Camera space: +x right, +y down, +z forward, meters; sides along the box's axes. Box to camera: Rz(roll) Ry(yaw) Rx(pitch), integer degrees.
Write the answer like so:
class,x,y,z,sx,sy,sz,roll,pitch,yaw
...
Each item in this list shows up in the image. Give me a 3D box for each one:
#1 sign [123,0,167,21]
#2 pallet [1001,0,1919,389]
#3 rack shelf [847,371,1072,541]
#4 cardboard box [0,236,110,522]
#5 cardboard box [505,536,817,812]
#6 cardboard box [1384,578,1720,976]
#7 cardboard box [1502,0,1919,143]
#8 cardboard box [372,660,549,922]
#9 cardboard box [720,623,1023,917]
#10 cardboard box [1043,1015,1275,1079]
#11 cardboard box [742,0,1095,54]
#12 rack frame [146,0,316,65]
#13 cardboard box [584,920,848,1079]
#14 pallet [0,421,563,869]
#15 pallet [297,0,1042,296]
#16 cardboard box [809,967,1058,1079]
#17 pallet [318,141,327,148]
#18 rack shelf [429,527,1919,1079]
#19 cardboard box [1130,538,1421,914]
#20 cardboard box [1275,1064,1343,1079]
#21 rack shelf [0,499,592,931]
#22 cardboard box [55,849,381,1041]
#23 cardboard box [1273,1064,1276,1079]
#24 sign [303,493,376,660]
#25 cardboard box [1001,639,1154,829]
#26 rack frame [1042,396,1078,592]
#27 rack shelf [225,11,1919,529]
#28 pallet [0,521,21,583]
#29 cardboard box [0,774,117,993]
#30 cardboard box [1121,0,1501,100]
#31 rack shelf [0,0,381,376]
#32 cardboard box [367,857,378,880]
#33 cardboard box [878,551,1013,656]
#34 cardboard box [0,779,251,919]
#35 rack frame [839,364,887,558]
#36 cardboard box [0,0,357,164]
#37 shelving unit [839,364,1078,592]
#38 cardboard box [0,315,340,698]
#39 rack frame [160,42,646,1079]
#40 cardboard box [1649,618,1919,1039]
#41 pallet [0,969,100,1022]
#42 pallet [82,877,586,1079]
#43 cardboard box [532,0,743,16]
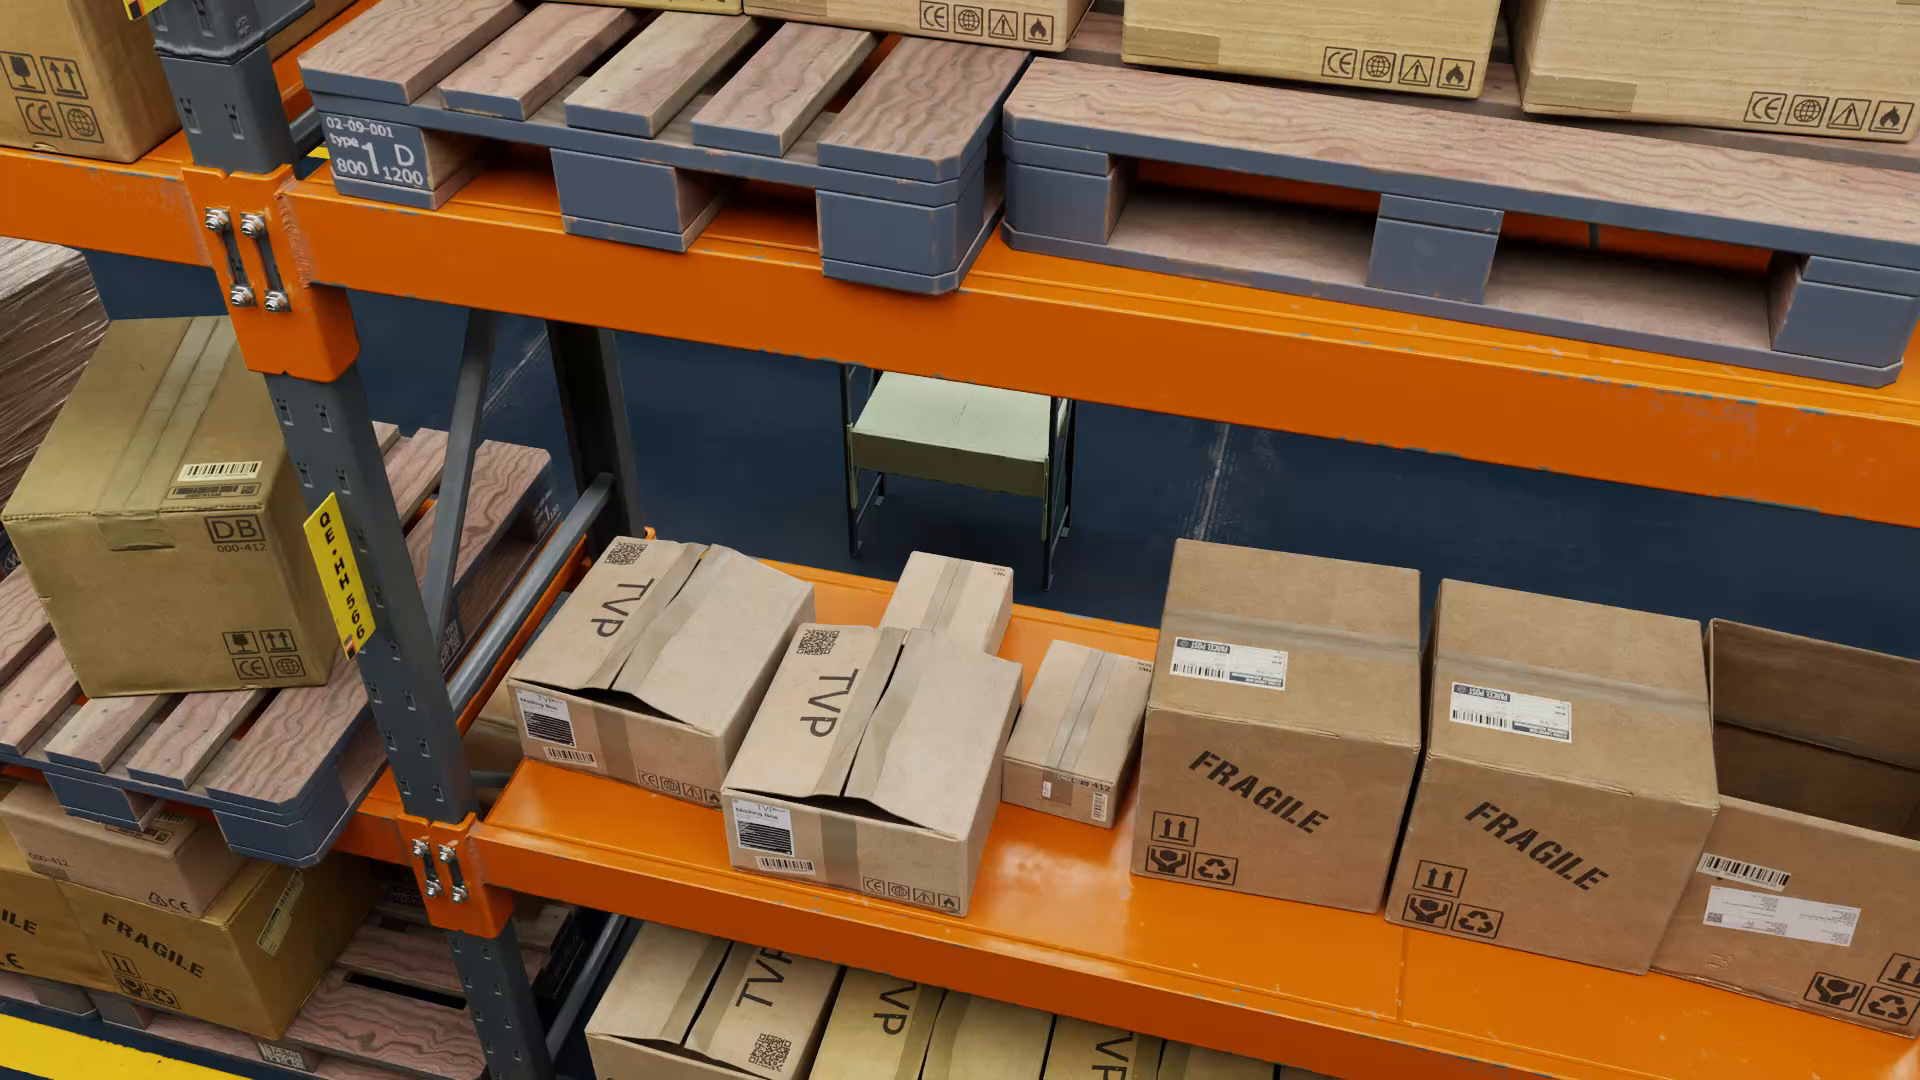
class,x,y,z,sx,sy,sz,roll,pitch,yaw
sign,-1.125,-0.867,2.216,0.005,0.325,0.100,10,41,11
pallet,0.777,-0.693,2.557,1.213,0.211,1.003,12,41,13
rack shelf,0.006,-0.324,5.976,0.720,0.370,0.431,10,41,11
cardboard box,-2.454,-0.362,3.944,0.500,0.500,0.700,17,43,20
cardboard box,-0.643,0.264,3.672,0.500,0.311,0.500,12,42,14
cardboard box,1.151,0.460,3.292,0.500,0.500,0.500,10,41,11
cardboard box,1.050,-0.801,2.329,0.500,0.250,0.500,7,40,8
cardboard box,-1.348,0.678,4.712,0.500,0.500,0.500,11,41,13
cardboard box,-0.169,0.446,3.456,0.500,0.311,0.500,9,41,11
cardboard box,0.449,1.258,3.796,0.500,0.311,0.500,9,41,10
cardboard box,-0.019,-0.993,2.558,0.500,0.250,0.500,11,41,13
rack frame,-0.983,-2.155,1.819,0.127,3.000,1.000,10,41,11
cardboard box,-0.553,1.089,3.996,0.500,0.311,0.500,11,41,13
pallet,-1.656,0.147,3.892,1.003,0.211,1.213,10,41,11
pallet,-0.304,-0.877,2.776,1.003,0.211,1.213,12,41,13
cardboard box,-0.043,1.171,3.898,0.500,0.311,0.500,9,41,10
pallet,-2.828,-2.377,8.917,1.213,0.211,1.003,10,41,11
rack shelf,0.949,0.750,3.584,4.000,0.370,1.077,10,41,11
cardboard box,0.642,0.373,3.396,0.500,0.500,0.500,8,41,9
cardboard box,0.946,1.343,3.694,0.500,0.311,0.500,9,41,11
rack shelf,-2.915,0.085,4.375,4.000,0.370,1.077,10,41,11
cardboard box,-1.947,0.922,4.422,0.500,0.500,0.500,11,41,13
cardboard box,0.932,1.555,3.877,0.500,0.250,0.500,11,41,12
sign,-1.114,0.068,2.998,0.005,0.325,0.100,10,41,11
cardboard box,0.264,0.416,3.618,0.250,0.149,0.380,13,42,15
rack frame,0.360,-0.512,5.694,0.023,1.500,0.400,10,41,11
rack shelf,0.949,-0.398,2.619,4.000,0.370,1.077,10,41,11
pallet,-2.862,-0.105,4.191,1.213,0.211,1.003,10,41,11
cardboard box,-2.447,0.835,4.525,0.500,0.500,0.500,8,41,10
cardboard box,0.531,-0.891,2.436,0.500,0.250,0.500,9,41,11
rack shelf,-2.915,-1.063,3.411,4.000,0.370,1.077,10,41,11
cardboard box,-1.856,0.594,4.811,0.500,0.500,0.500,8,41,10
cardboard box,-0.042,0.216,3.855,0.250,0.149,0.380,10,41,11
cardboard box,-2.002,0.628,4.189,0.500,0.250,0.500,11,41,13
rack frame,-0.347,-0.634,5.839,0.023,1.500,0.400,10,41,11
cardboard box,-1.413,-1.096,2.813,0.500,0.500,0.910,10,41,11
shelving unit,0.006,-0.573,5.766,0.755,1.500,0.431,10,41,11
cardboard box,-1.620,-0.091,3.622,0.500,0.500,0.700,-3,40,-3
rack frame,-0.983,0.142,3.748,0.127,3.000,1.000,10,41,11
cardboard box,1.635,0.544,3.193,0.500,0.500,0.500,13,42,15
pallet,-2.869,0.859,5.064,1.213,0.211,1.003,10,41,11
pallet,-1.694,1.063,4.821,1.213,0.211,1.003,10,41,11
cardboard box,-0.530,-1.069,2.648,0.500,0.250,0.500,7,41,8
